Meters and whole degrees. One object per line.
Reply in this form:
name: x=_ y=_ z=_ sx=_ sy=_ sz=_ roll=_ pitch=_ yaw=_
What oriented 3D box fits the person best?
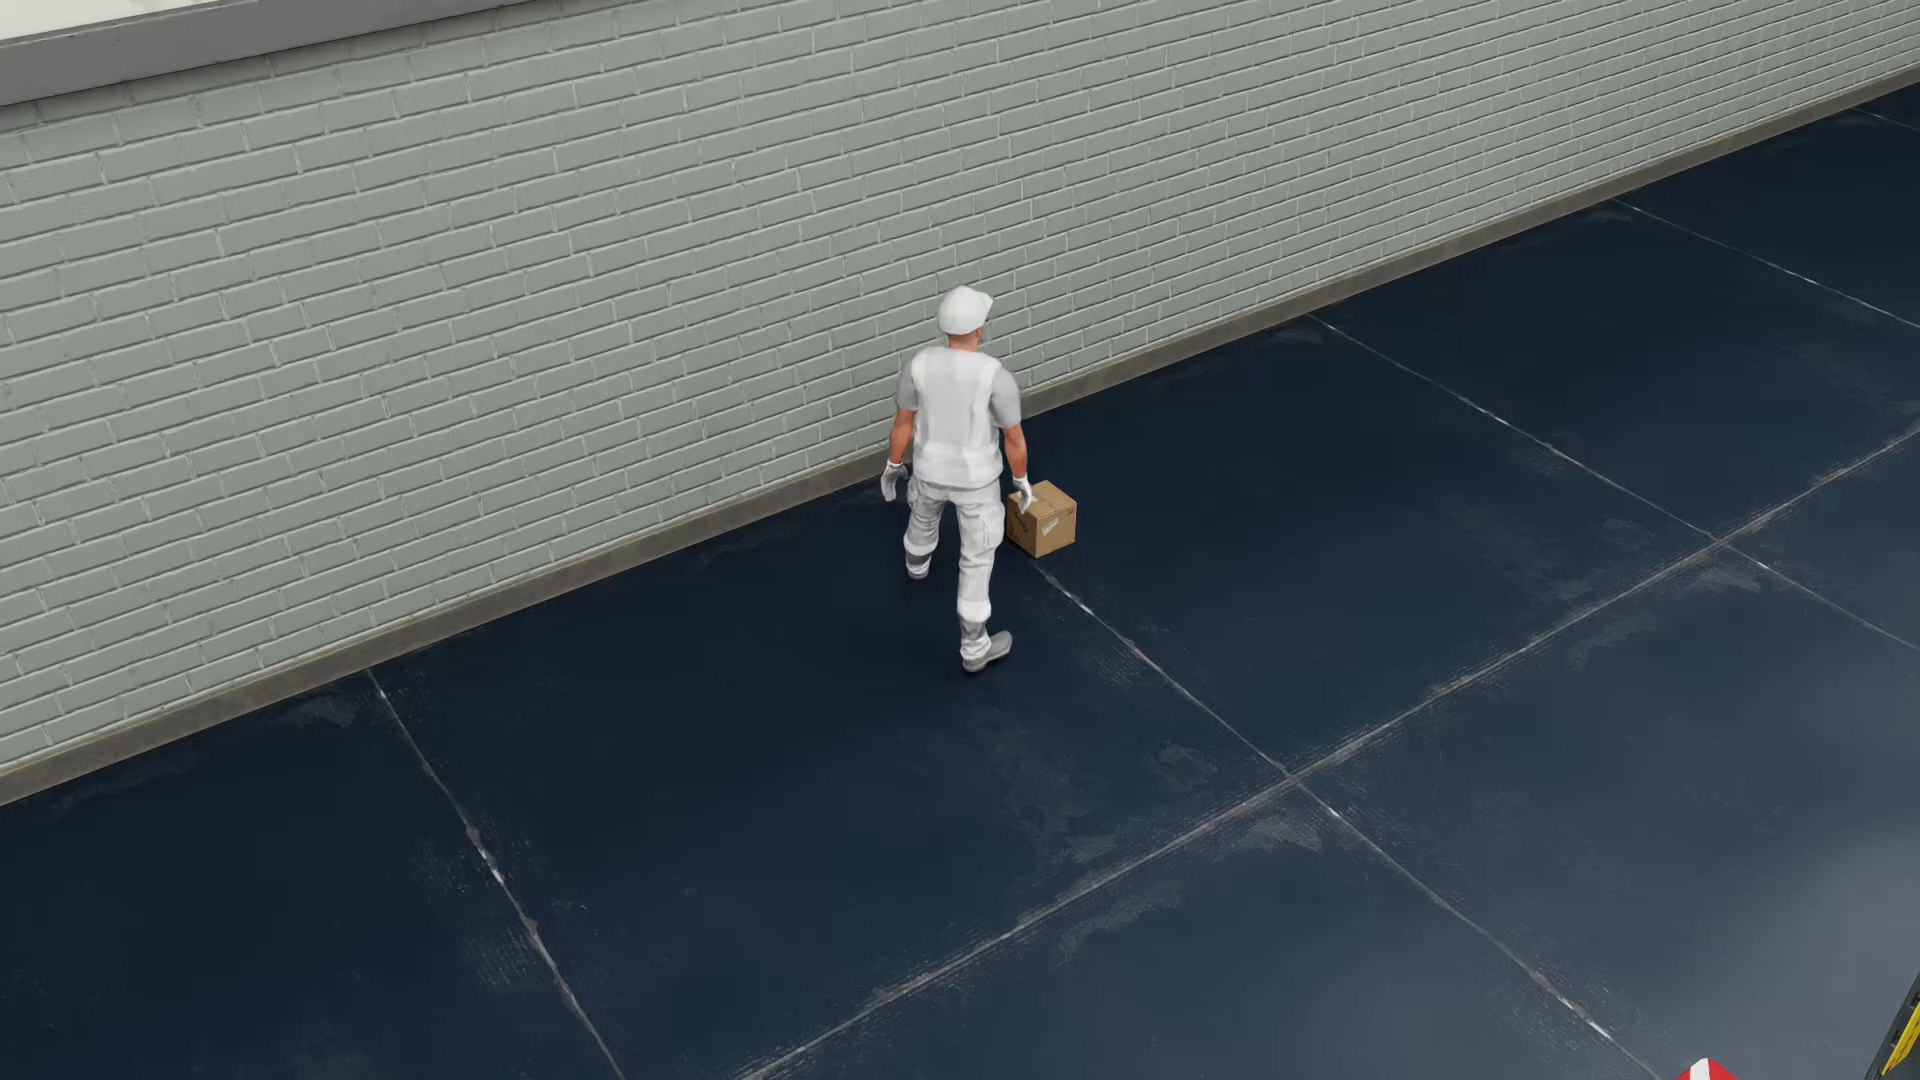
person: x=-0.014 y=-0.370 z=7.483 sx=0.762 sy=1.755 sz=0.829 roll=12 pitch=38 yaw=16
